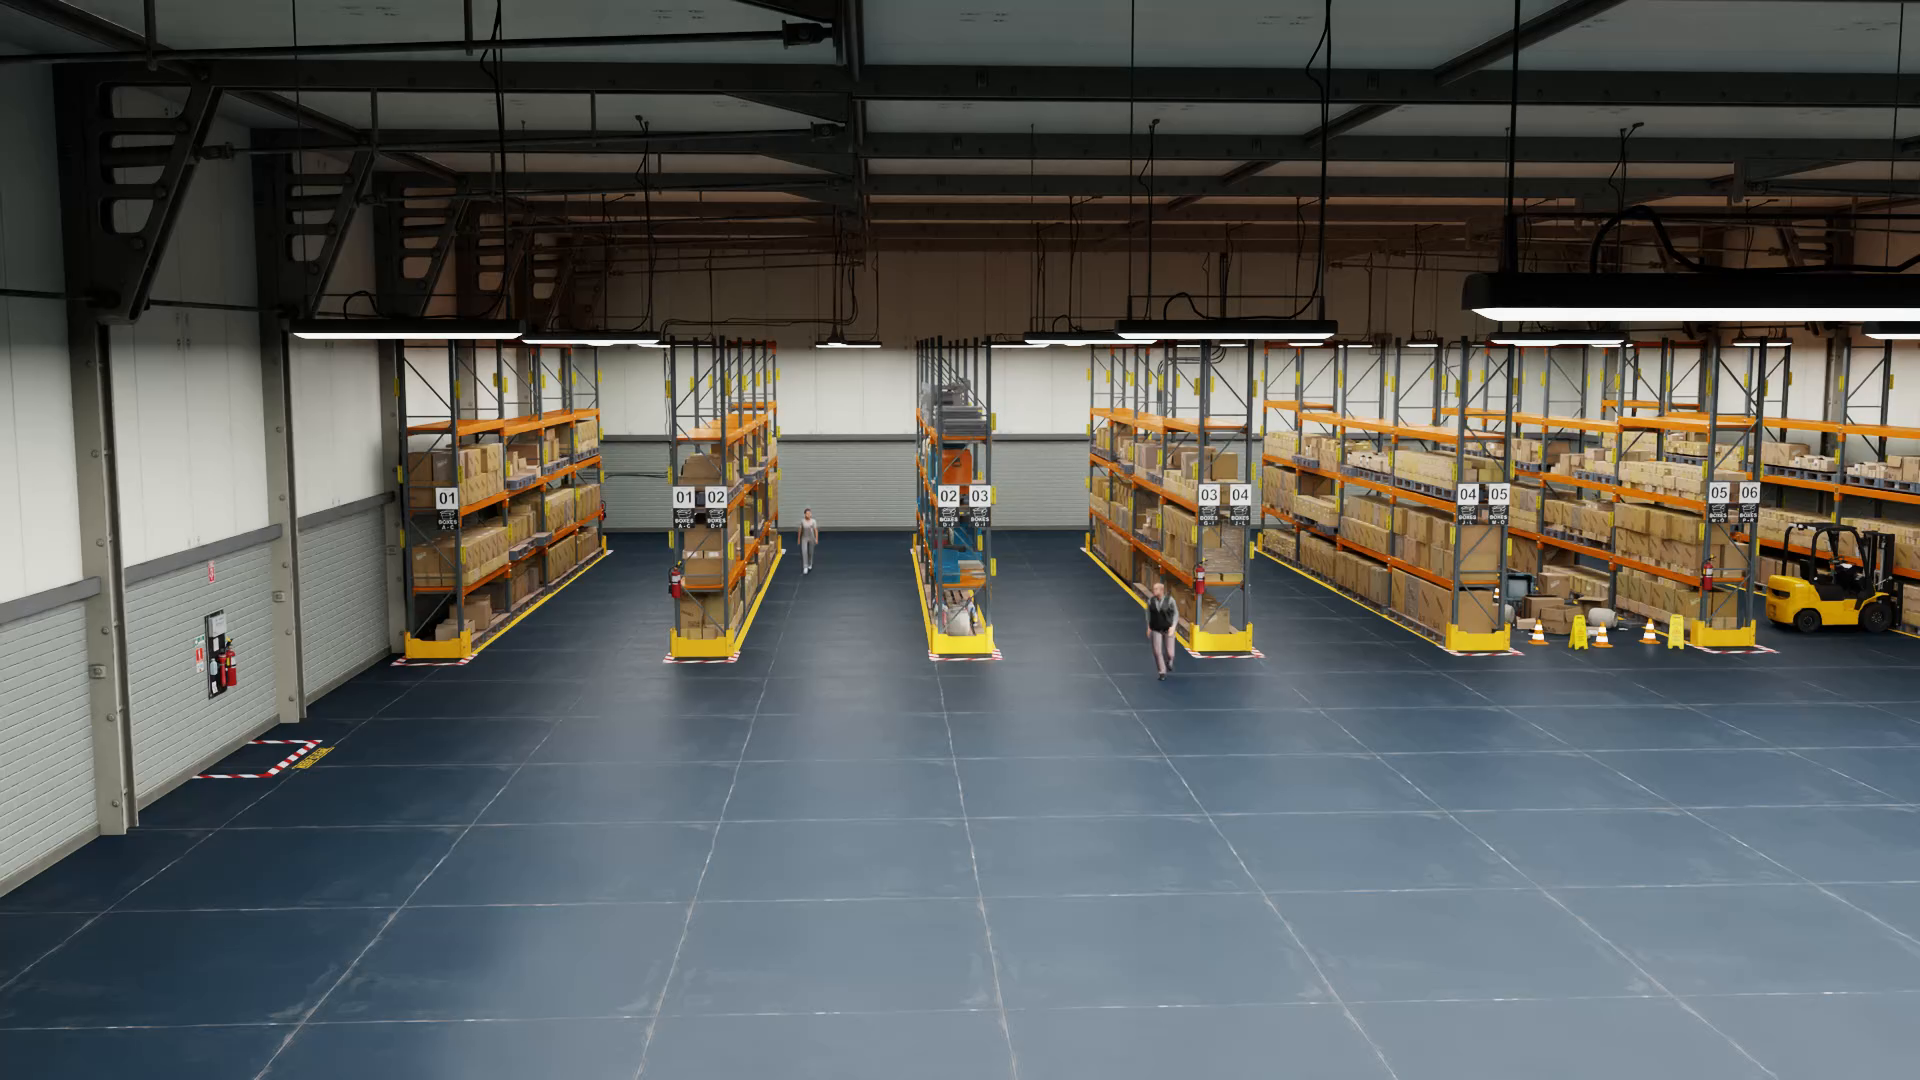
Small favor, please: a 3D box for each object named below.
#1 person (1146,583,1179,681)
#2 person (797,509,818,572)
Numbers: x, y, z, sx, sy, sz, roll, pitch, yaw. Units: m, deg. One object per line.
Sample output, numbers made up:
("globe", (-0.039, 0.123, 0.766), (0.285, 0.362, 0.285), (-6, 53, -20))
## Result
("person", (3.544, 1.589, 29.148), (0.597, 1.689, 0.630), (2, 7, 15))
("person", (-3.952, -0.005, 43.143), (0.527, 1.602, 1.029), (-1, 7, -7))
